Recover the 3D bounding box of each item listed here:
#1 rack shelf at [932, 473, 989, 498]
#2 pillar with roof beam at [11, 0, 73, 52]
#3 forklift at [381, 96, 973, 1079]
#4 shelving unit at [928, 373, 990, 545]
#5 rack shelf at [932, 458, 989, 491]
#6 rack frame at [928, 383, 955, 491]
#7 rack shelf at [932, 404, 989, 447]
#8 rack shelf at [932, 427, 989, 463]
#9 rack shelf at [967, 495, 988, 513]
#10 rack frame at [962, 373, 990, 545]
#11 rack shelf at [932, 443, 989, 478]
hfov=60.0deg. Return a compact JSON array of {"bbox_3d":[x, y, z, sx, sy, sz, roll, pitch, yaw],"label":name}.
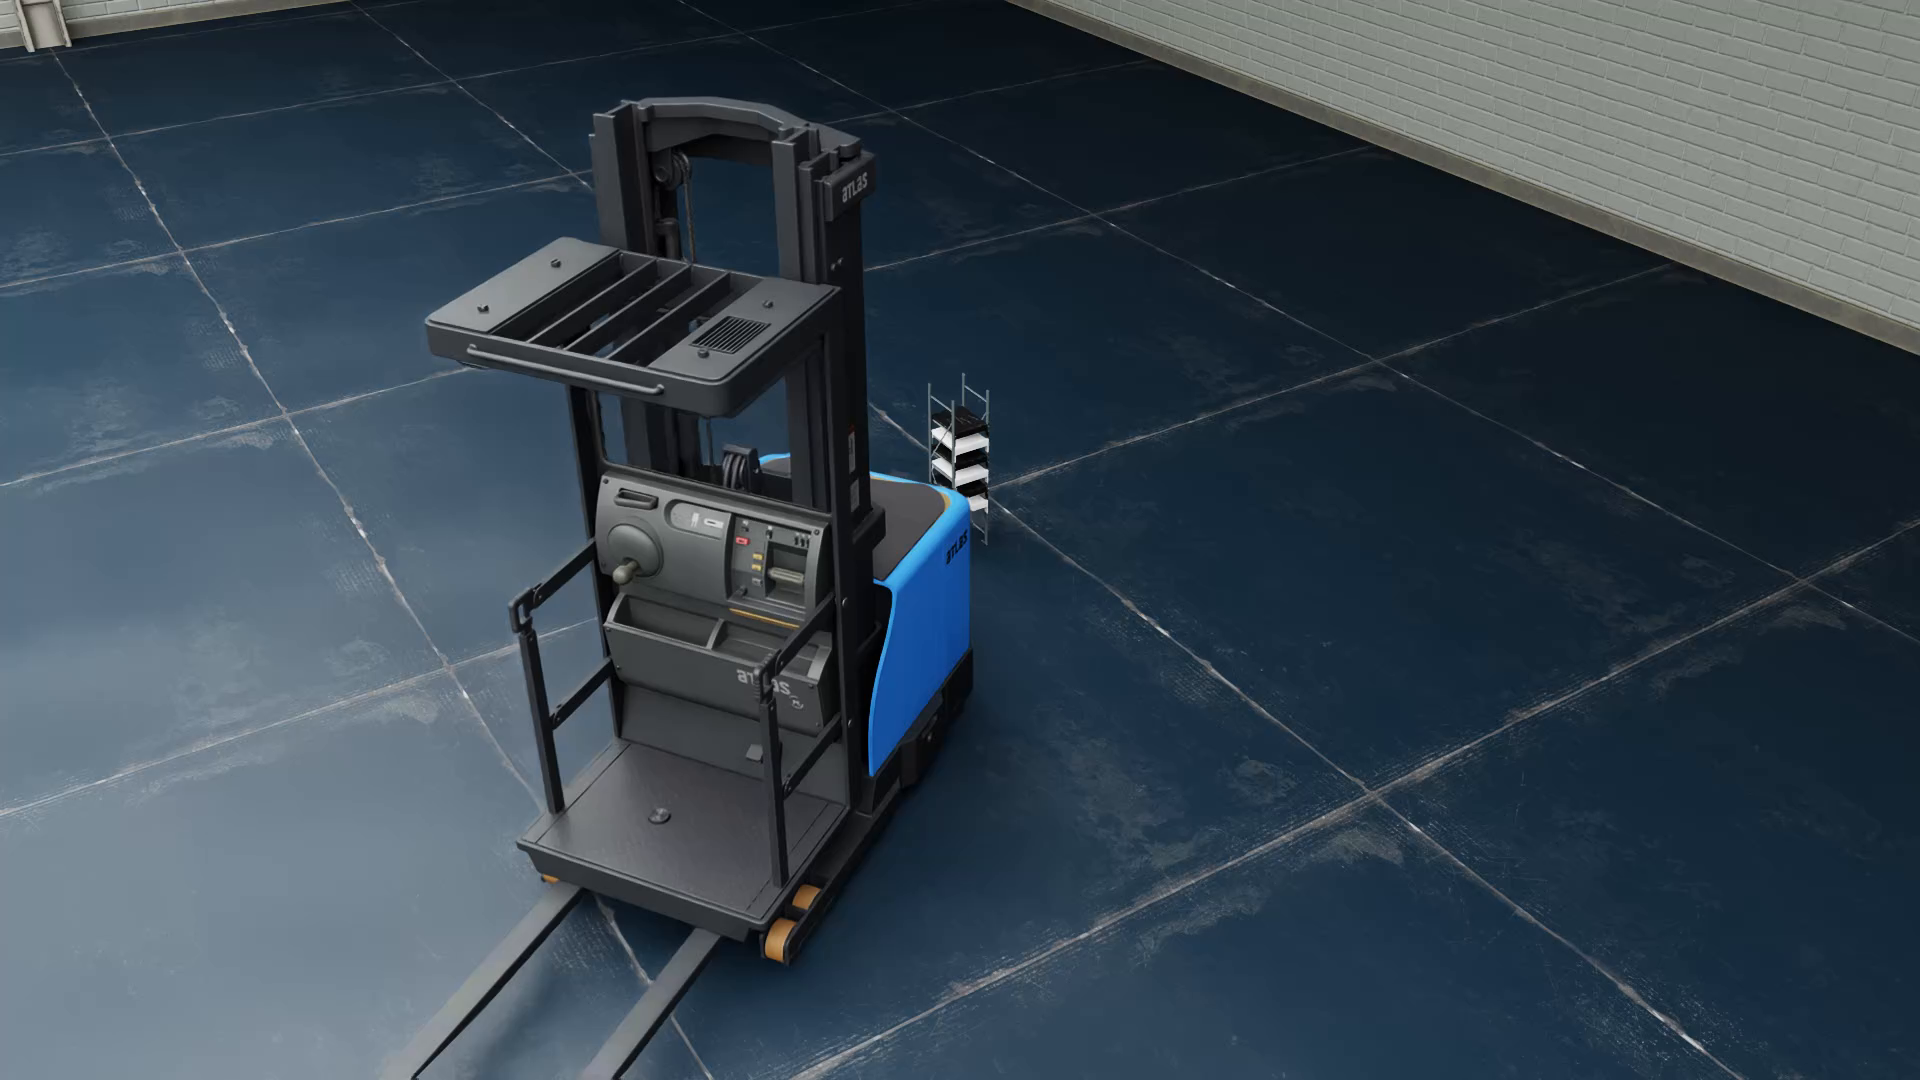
[{"bbox_3d":[-0.007,-0.274,8.572,0.200,0.077,0.258,-19,37,-27],"label":"rack shelf"},{"bbox_3d":[-6.745,-6.801,11.097,0.400,9.000,9.100,-19,37,-27],"label":"pillar with roof beam"},{"bbox_3d":[-1.000,0.083,5.872,1.130,2.935,3.031,13,35,20],"label":"forklift"},{"bbox_3d":[-0.007,-0.378,8.506,0.210,0.900,0.258,-19,37,-27],"label":"shelving unit"},{"bbox_3d":[-0.007,-0.350,8.524,0.200,0.077,0.258,-19,37,-27],"label":"rack shelf"},{"bbox_3d":[-0.092,-0.349,8.460,0.006,0.900,0.240,-19,37,-27],"label":"rack frame"},{"bbox_3d":[-0.007,-0.578,8.380,0.200,0.077,0.258,-19,37,-27],"label":"rack shelf"},{"bbox_3d":[-0.007,-0.502,8.428,0.200,0.077,0.258,-19,37,-27],"label":"rack shelf"},{"bbox_3d":[-0.007,-0.198,8.620,0.200,0.077,0.258,-19,37,-27],"label":"rack shelf"},{"bbox_3d":[0.079,-0.408,8.553,0.006,0.900,0.240,-19,37,-27],"label":"rack frame"},{"bbox_3d":[-0.007,-0.426,8.476,0.200,0.077,0.258,-19,37,-27],"label":"rack shelf"}]
